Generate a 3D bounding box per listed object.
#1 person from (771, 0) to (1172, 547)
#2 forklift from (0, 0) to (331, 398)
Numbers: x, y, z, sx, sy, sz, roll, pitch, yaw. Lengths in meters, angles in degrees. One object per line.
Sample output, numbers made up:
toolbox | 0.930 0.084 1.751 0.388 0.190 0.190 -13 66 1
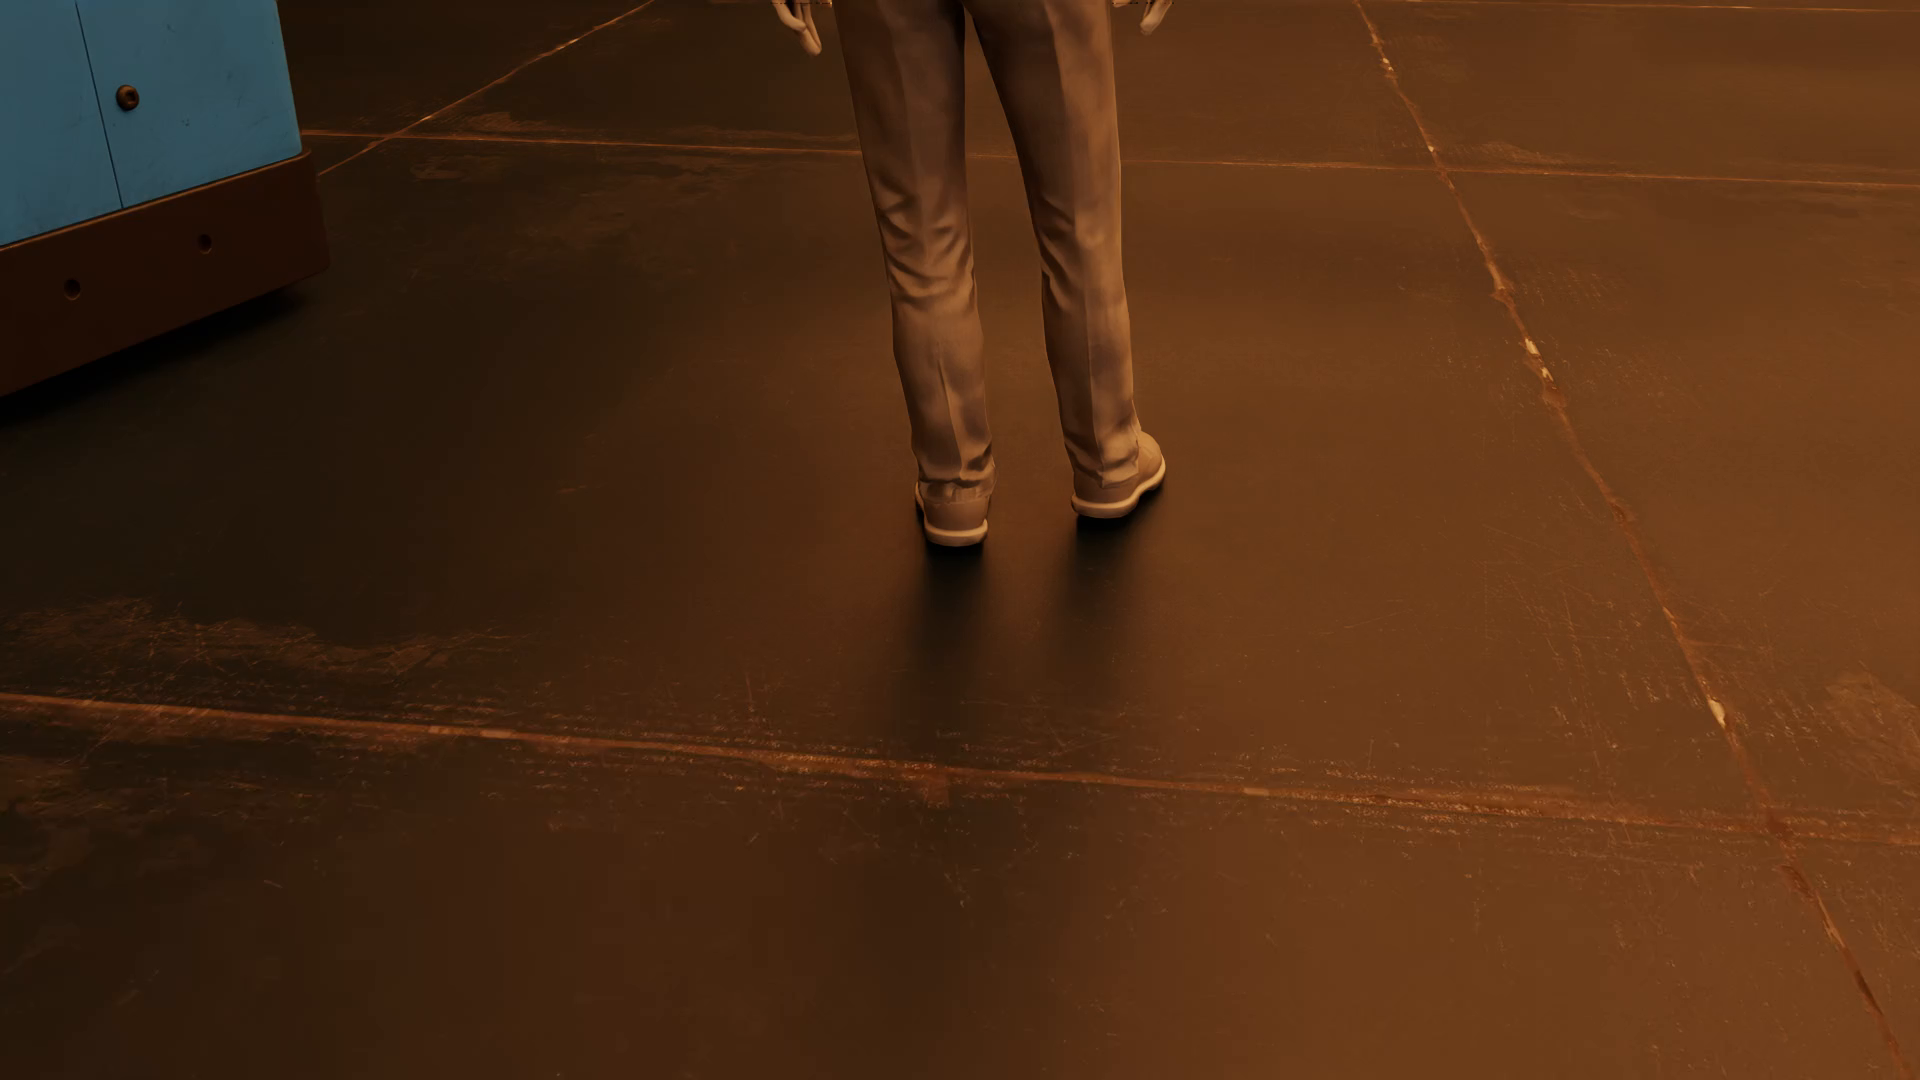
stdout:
person | 0.020 -0.794 2.177 0.579 1.696 0.534 3 27 7
forklift | -2.887 -1.892 3.009 3.031 2.935 1.130 11 28 21
